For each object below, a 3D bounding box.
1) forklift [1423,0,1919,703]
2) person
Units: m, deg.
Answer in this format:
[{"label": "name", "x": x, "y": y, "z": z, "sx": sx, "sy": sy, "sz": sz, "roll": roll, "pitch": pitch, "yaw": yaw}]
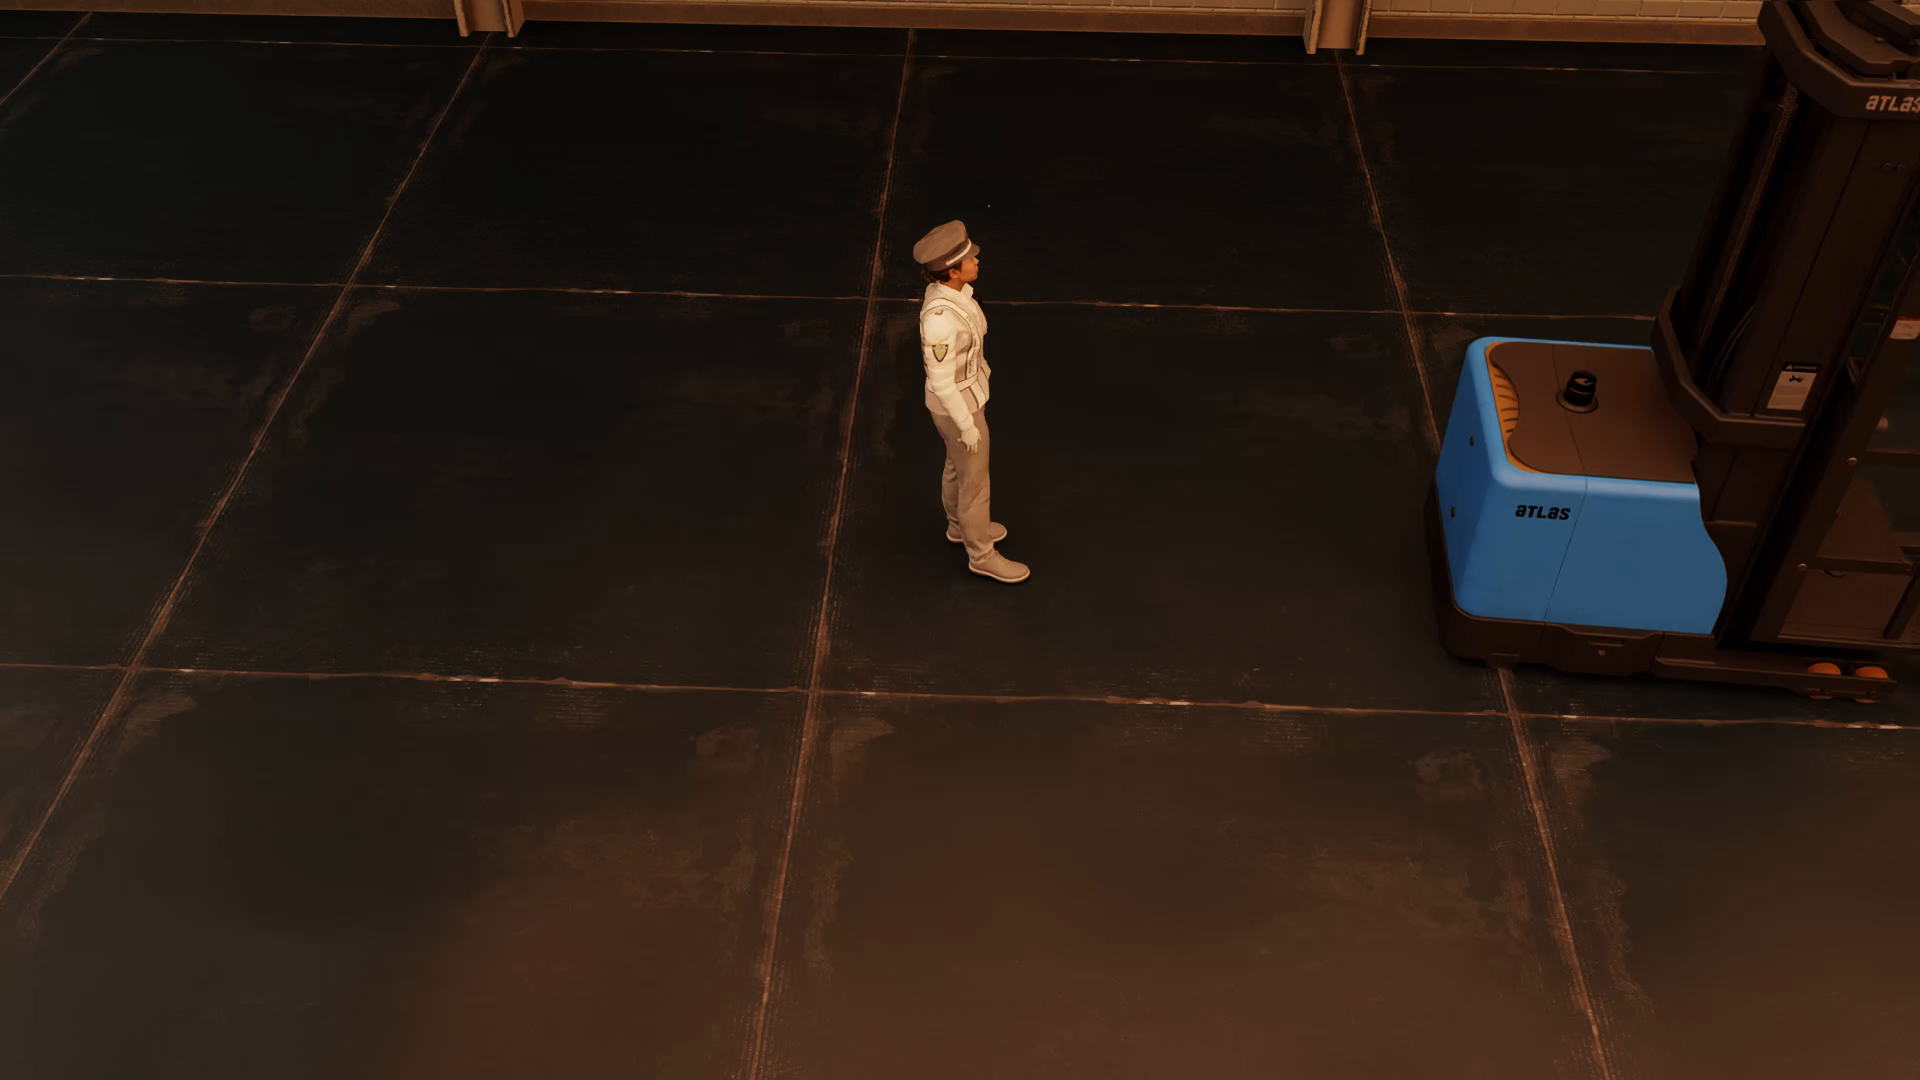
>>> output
[{"label": "forklift", "x": 3.673, "y": -0.761, "z": 6.576, "sx": 3.031, "sy": 2.935, "sz": 1.130, "roll": 4, "pitch": 43, "yaw": 5}, {"label": "person", "x": 0.069, "y": -0.624, "z": 7.333, "sx": 0.530, "sy": 1.694, "sz": 0.586, "roll": 2, "pitch": 42, "yaw": 2}]
